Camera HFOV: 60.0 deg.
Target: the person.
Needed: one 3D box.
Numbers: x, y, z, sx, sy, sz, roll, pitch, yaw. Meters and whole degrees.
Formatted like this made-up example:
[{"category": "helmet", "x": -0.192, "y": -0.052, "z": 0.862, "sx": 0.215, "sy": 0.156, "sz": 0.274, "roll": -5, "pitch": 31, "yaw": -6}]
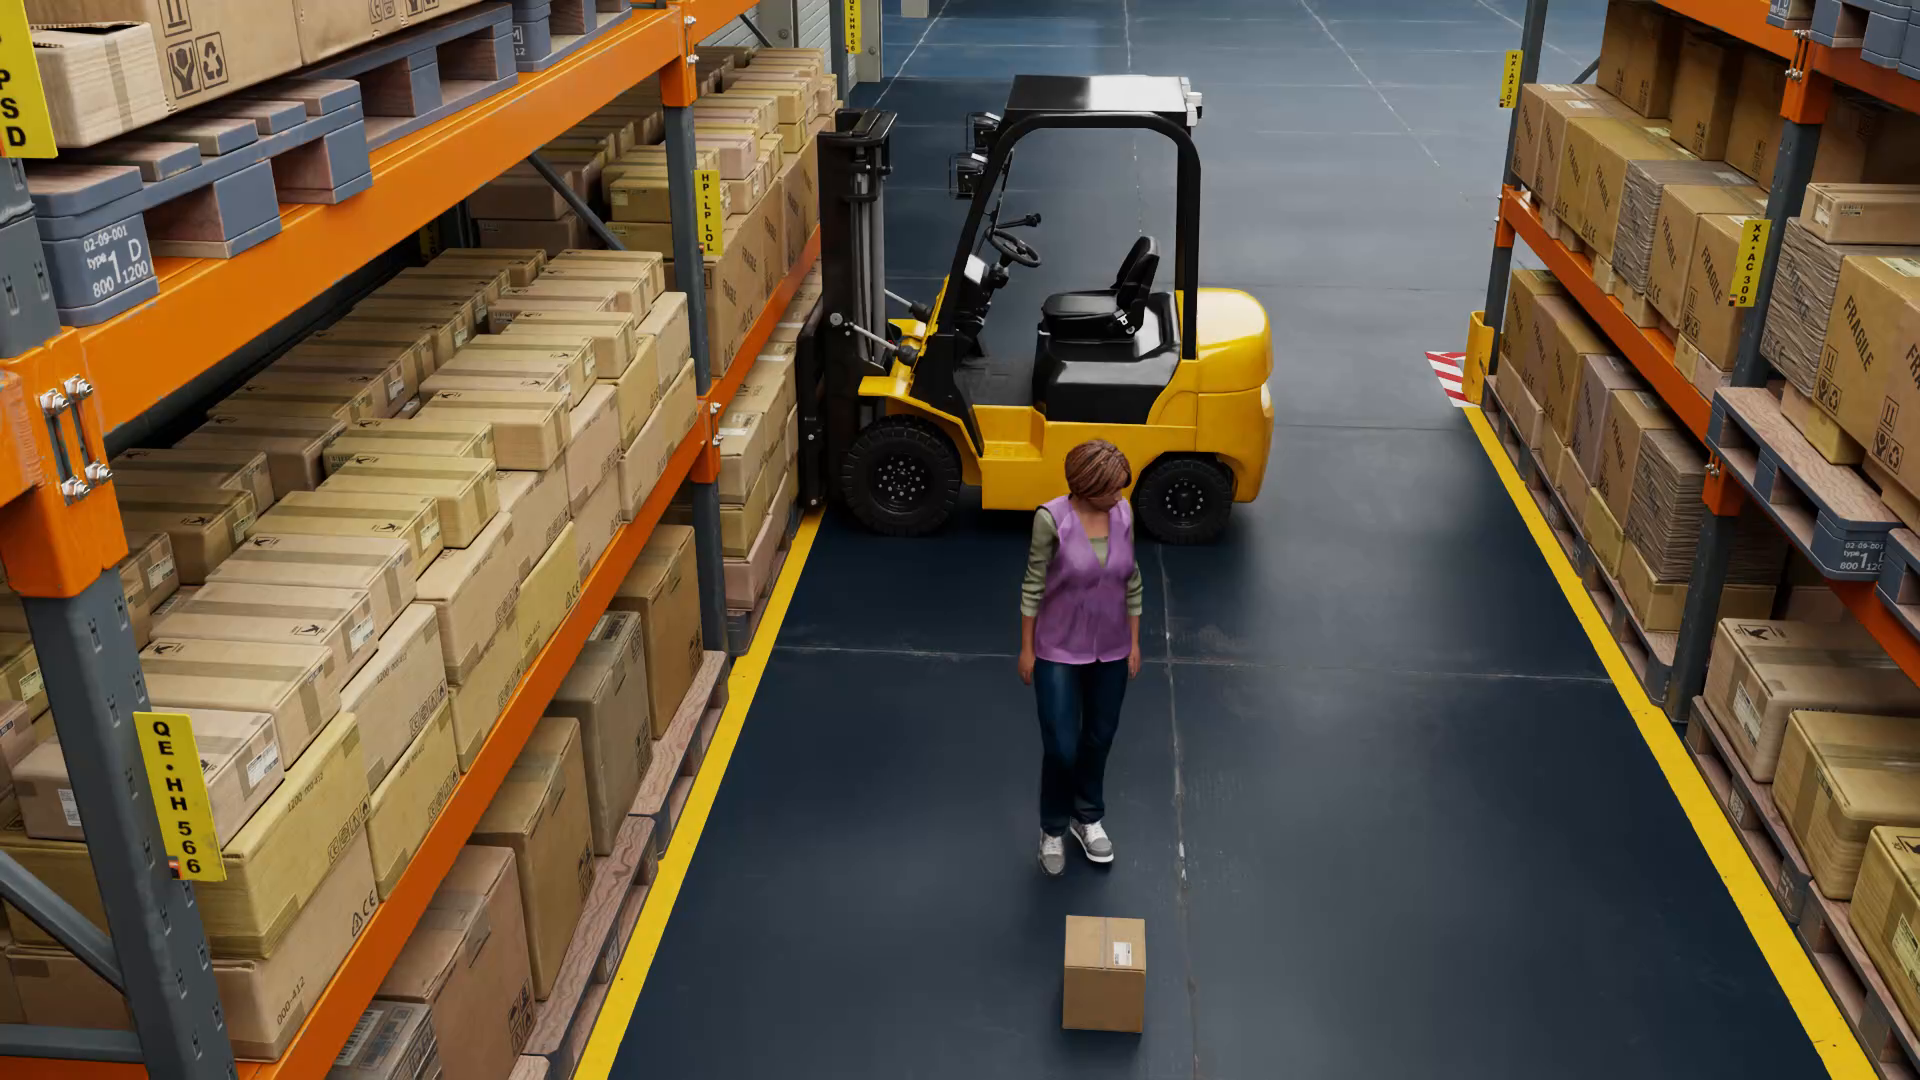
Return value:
[{"category": "person", "x": 0.441, "y": 0.429, "z": 5.714, "sx": 0.440, "sy": 1.631, "sz": 0.364, "roll": -10, "pitch": 27, "yaw": -20}]
